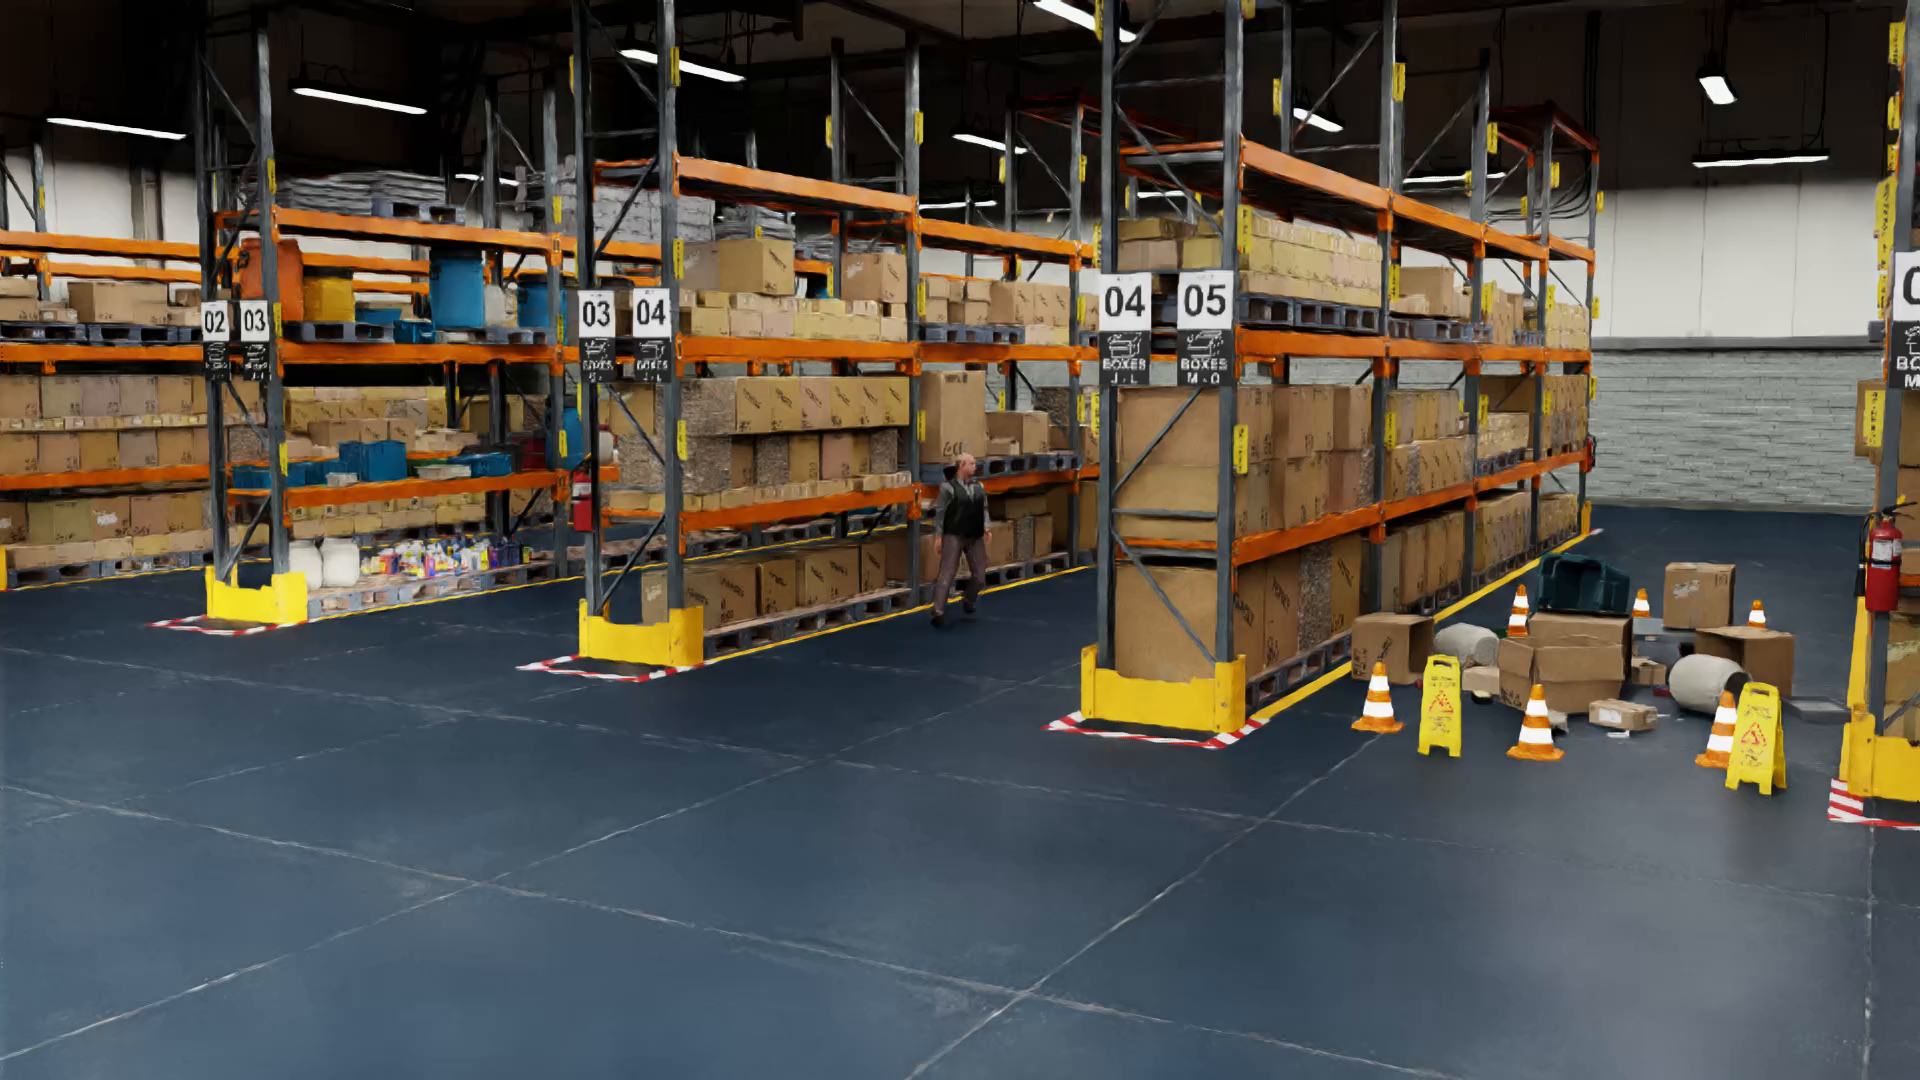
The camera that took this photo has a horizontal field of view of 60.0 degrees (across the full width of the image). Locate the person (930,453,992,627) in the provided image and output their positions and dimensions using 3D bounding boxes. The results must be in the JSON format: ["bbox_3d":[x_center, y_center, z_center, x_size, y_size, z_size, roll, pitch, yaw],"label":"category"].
[{"bbox_3d":[-0.010,-0.011,16.470,0.698,1.692,0.596,-4,7,-36],"label":"person"}]
